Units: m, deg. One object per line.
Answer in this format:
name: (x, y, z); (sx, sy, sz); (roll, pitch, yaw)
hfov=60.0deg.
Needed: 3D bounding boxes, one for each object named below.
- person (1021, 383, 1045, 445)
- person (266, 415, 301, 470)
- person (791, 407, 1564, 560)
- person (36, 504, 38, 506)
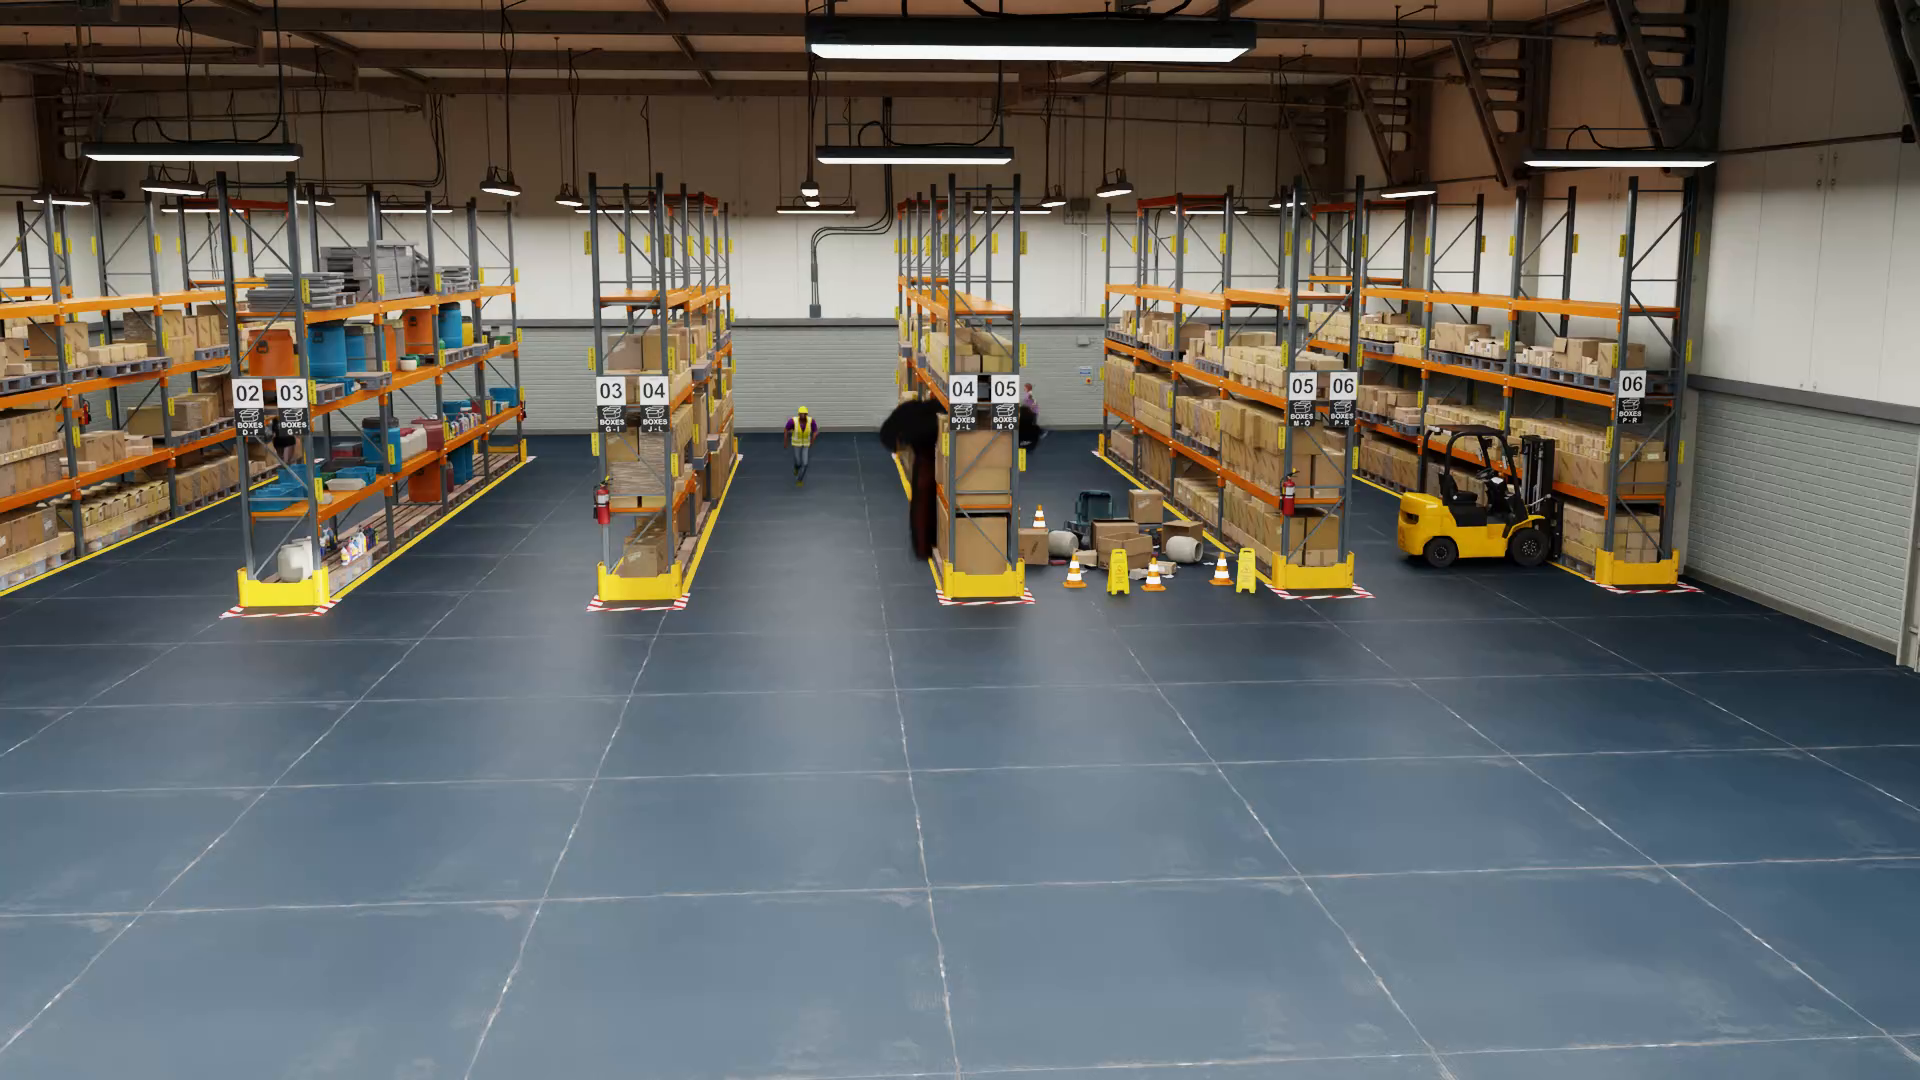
person: (1.870, -3.174, 42.470); (0.640, 1.498, 0.560); (-3, 10, -16)
person: (-14.033, -1.893, 34.510); (0.602, 1.773, 0.834); (0, 10, 1)
person: (3.610, -1.248, 30.937); (10.708, 1.691, 13.449); (-4, 11, -19)
person: (-17.669, -1.203, 31.304); (0.581, 1.500, 0.716); (-1, 10, -4)
